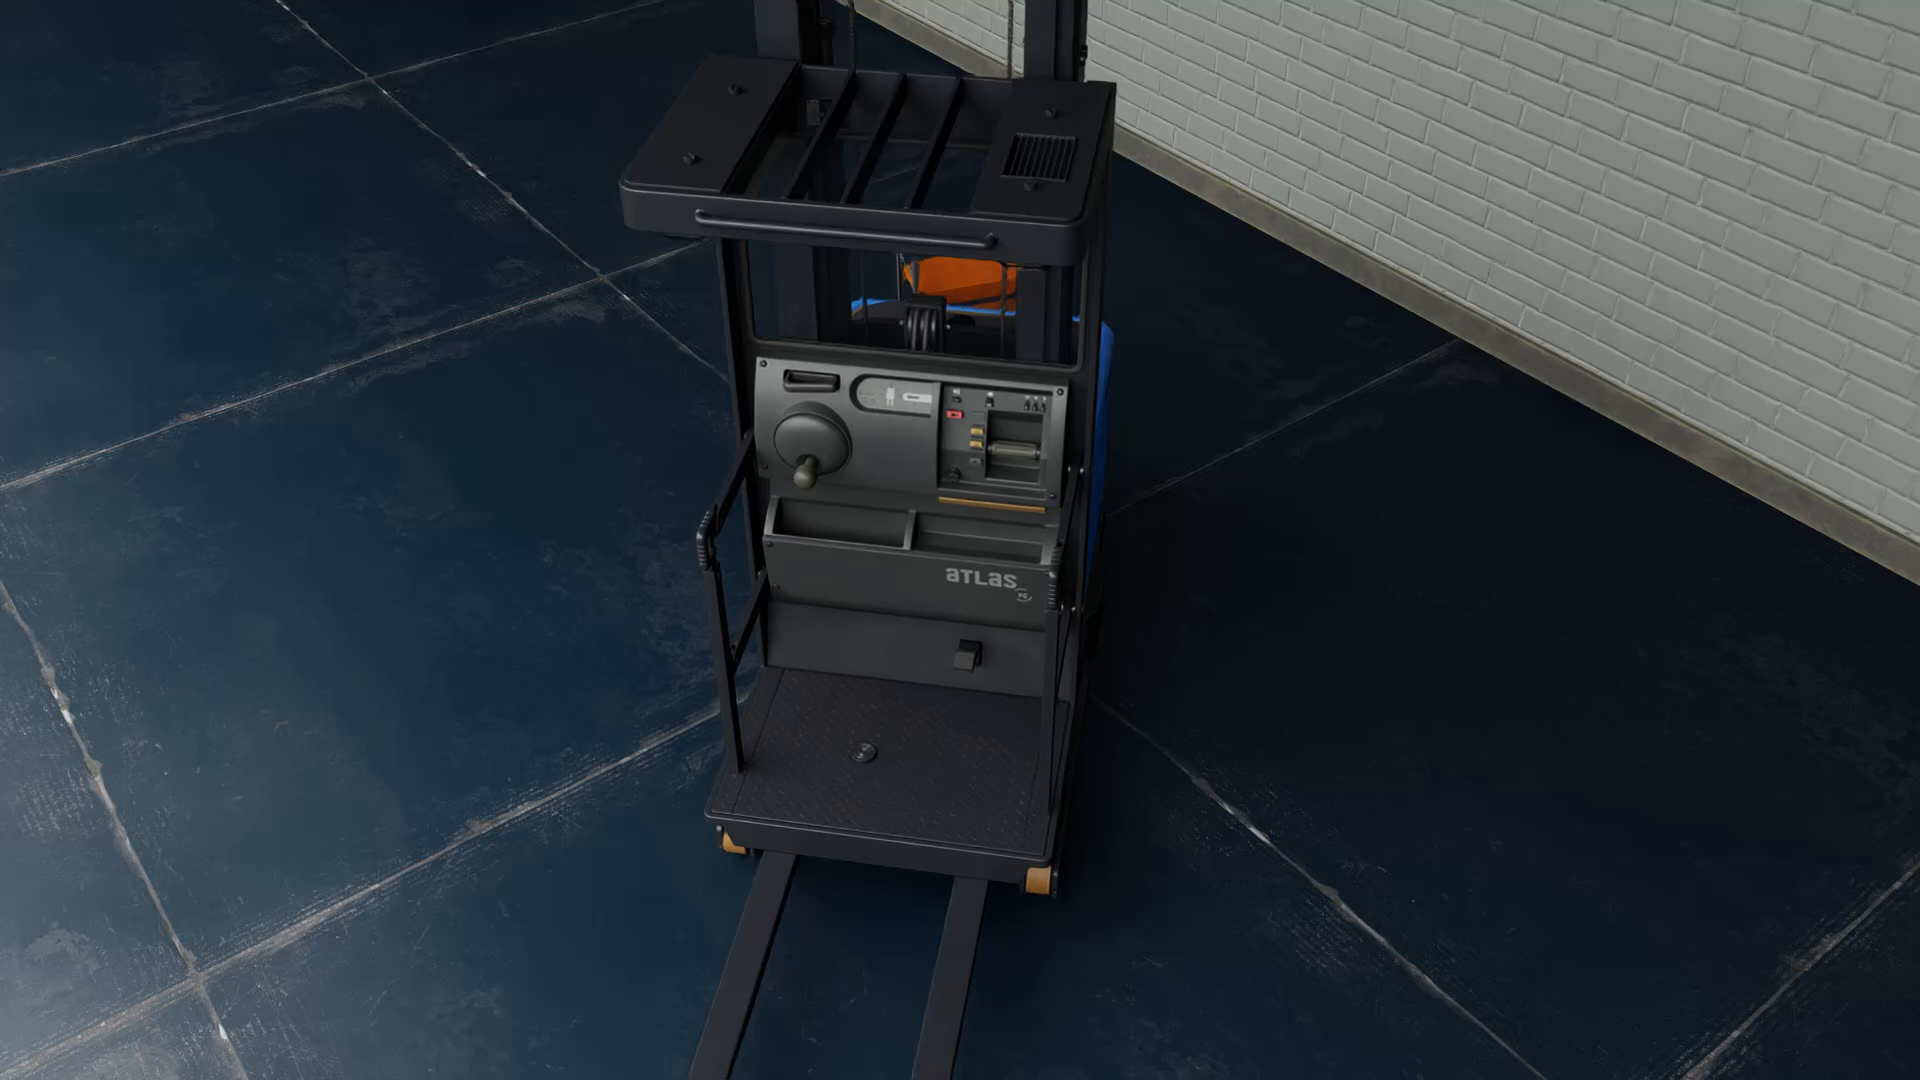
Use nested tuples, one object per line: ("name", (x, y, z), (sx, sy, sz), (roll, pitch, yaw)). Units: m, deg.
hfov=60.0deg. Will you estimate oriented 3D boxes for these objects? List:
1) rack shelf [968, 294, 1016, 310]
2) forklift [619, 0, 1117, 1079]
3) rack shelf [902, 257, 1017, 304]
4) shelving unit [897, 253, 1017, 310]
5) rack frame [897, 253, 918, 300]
("rack shelf", (0.035, -0.804, 6.537), (0.480, 0.148, 0.258), (-11, 41, -14))
("forklift", (-0.183, -0.244, 4.736), (1.130, 2.935, 3.031), (6, 40, 7))
("rack shelf", (0.035, -0.987, 6.387), (0.480, 0.148, 0.258), (-11, 41, -14))
("shelving unit", (0.035, -0.683, 6.637), (0.503, 1.200, 0.258), (-11, 41, -14))
("rack frame", (-0.198, -0.636, 6.580), (0.015, 1.200, 0.240), (-11, 41, -14))
